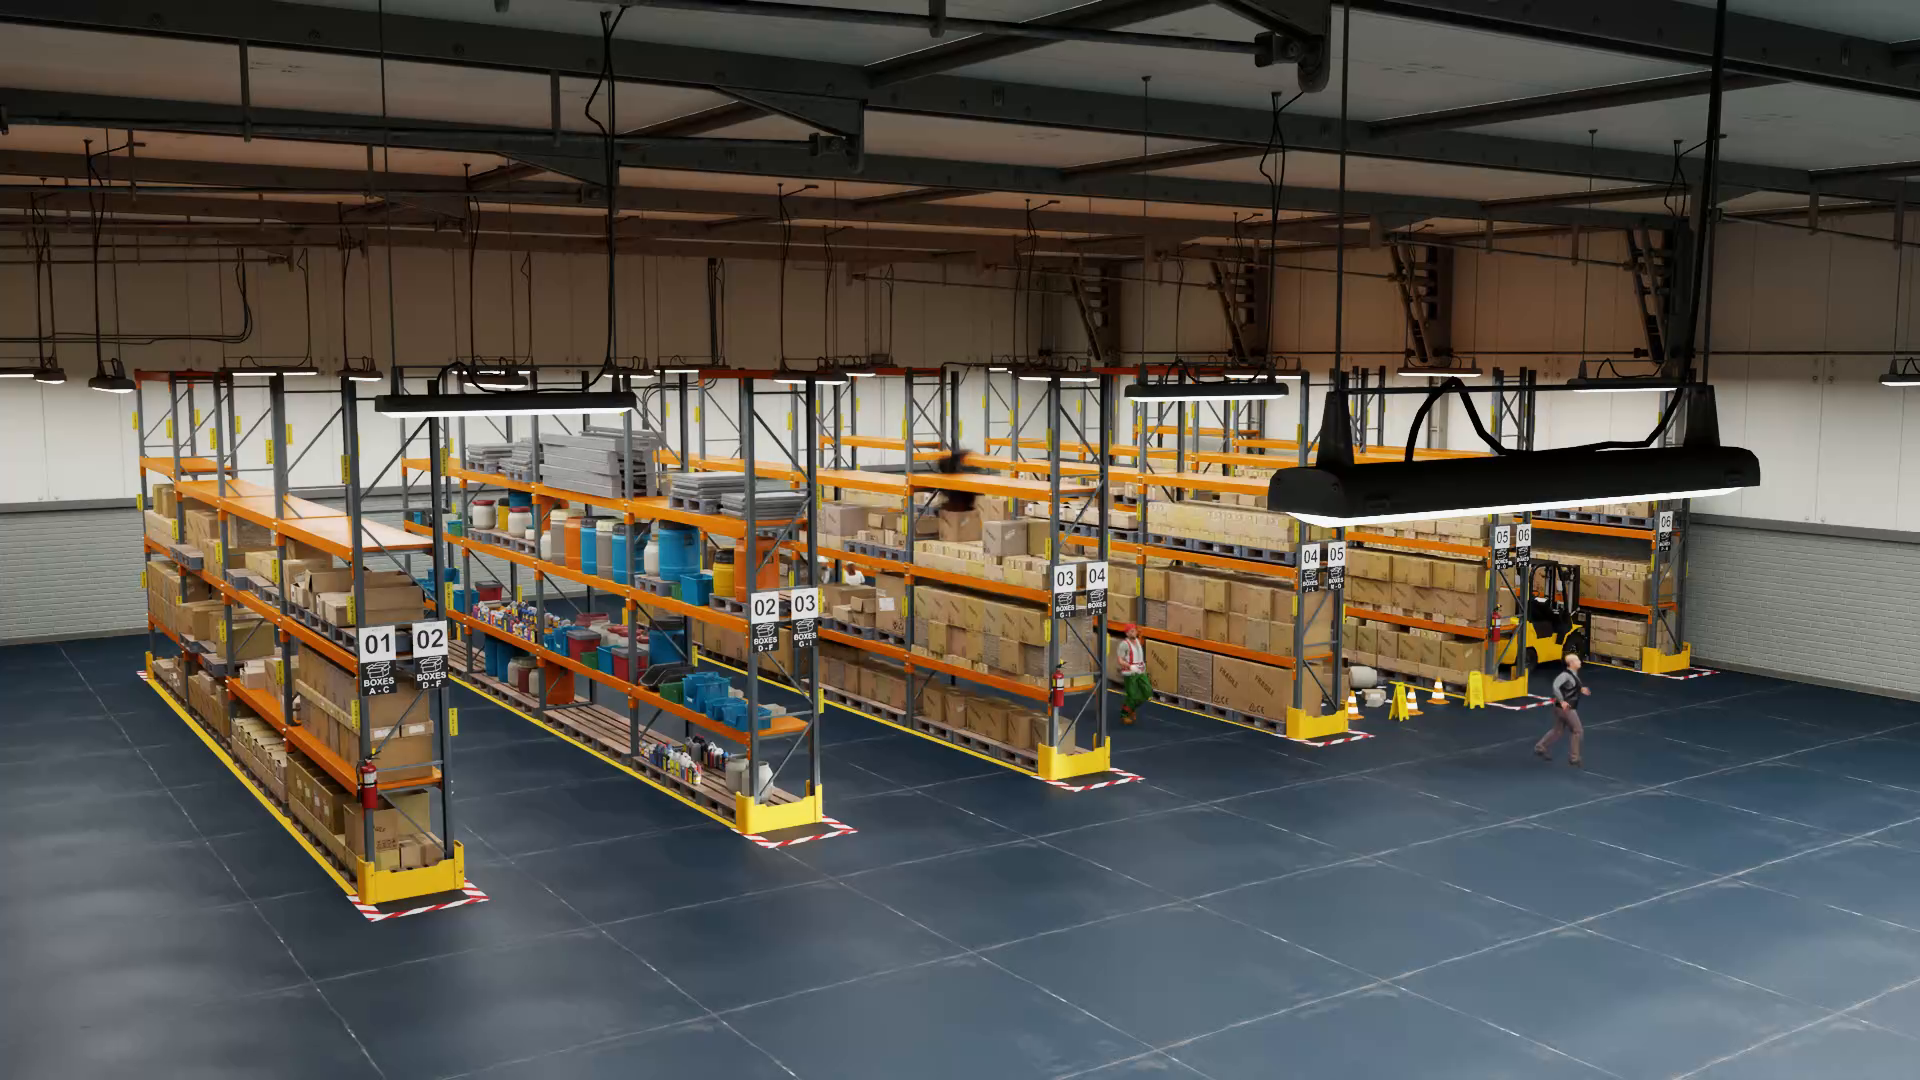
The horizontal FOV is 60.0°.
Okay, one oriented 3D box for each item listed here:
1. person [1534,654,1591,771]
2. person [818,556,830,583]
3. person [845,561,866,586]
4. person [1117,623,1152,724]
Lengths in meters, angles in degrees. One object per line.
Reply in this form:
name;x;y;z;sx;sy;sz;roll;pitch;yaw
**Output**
person;9.224;2.609;25.441;0.800;1.769;0.652;2;7;18
person;-3.309;1.197;38.247;0.671;1.745;0.982;-6;9;-42
person;-2.402;1.295;36.977;0.690;1.766;0.844;-3;7;-27
person;2.971;2.271;28.271;0.673;1.739;0.585;-6;9;-41
